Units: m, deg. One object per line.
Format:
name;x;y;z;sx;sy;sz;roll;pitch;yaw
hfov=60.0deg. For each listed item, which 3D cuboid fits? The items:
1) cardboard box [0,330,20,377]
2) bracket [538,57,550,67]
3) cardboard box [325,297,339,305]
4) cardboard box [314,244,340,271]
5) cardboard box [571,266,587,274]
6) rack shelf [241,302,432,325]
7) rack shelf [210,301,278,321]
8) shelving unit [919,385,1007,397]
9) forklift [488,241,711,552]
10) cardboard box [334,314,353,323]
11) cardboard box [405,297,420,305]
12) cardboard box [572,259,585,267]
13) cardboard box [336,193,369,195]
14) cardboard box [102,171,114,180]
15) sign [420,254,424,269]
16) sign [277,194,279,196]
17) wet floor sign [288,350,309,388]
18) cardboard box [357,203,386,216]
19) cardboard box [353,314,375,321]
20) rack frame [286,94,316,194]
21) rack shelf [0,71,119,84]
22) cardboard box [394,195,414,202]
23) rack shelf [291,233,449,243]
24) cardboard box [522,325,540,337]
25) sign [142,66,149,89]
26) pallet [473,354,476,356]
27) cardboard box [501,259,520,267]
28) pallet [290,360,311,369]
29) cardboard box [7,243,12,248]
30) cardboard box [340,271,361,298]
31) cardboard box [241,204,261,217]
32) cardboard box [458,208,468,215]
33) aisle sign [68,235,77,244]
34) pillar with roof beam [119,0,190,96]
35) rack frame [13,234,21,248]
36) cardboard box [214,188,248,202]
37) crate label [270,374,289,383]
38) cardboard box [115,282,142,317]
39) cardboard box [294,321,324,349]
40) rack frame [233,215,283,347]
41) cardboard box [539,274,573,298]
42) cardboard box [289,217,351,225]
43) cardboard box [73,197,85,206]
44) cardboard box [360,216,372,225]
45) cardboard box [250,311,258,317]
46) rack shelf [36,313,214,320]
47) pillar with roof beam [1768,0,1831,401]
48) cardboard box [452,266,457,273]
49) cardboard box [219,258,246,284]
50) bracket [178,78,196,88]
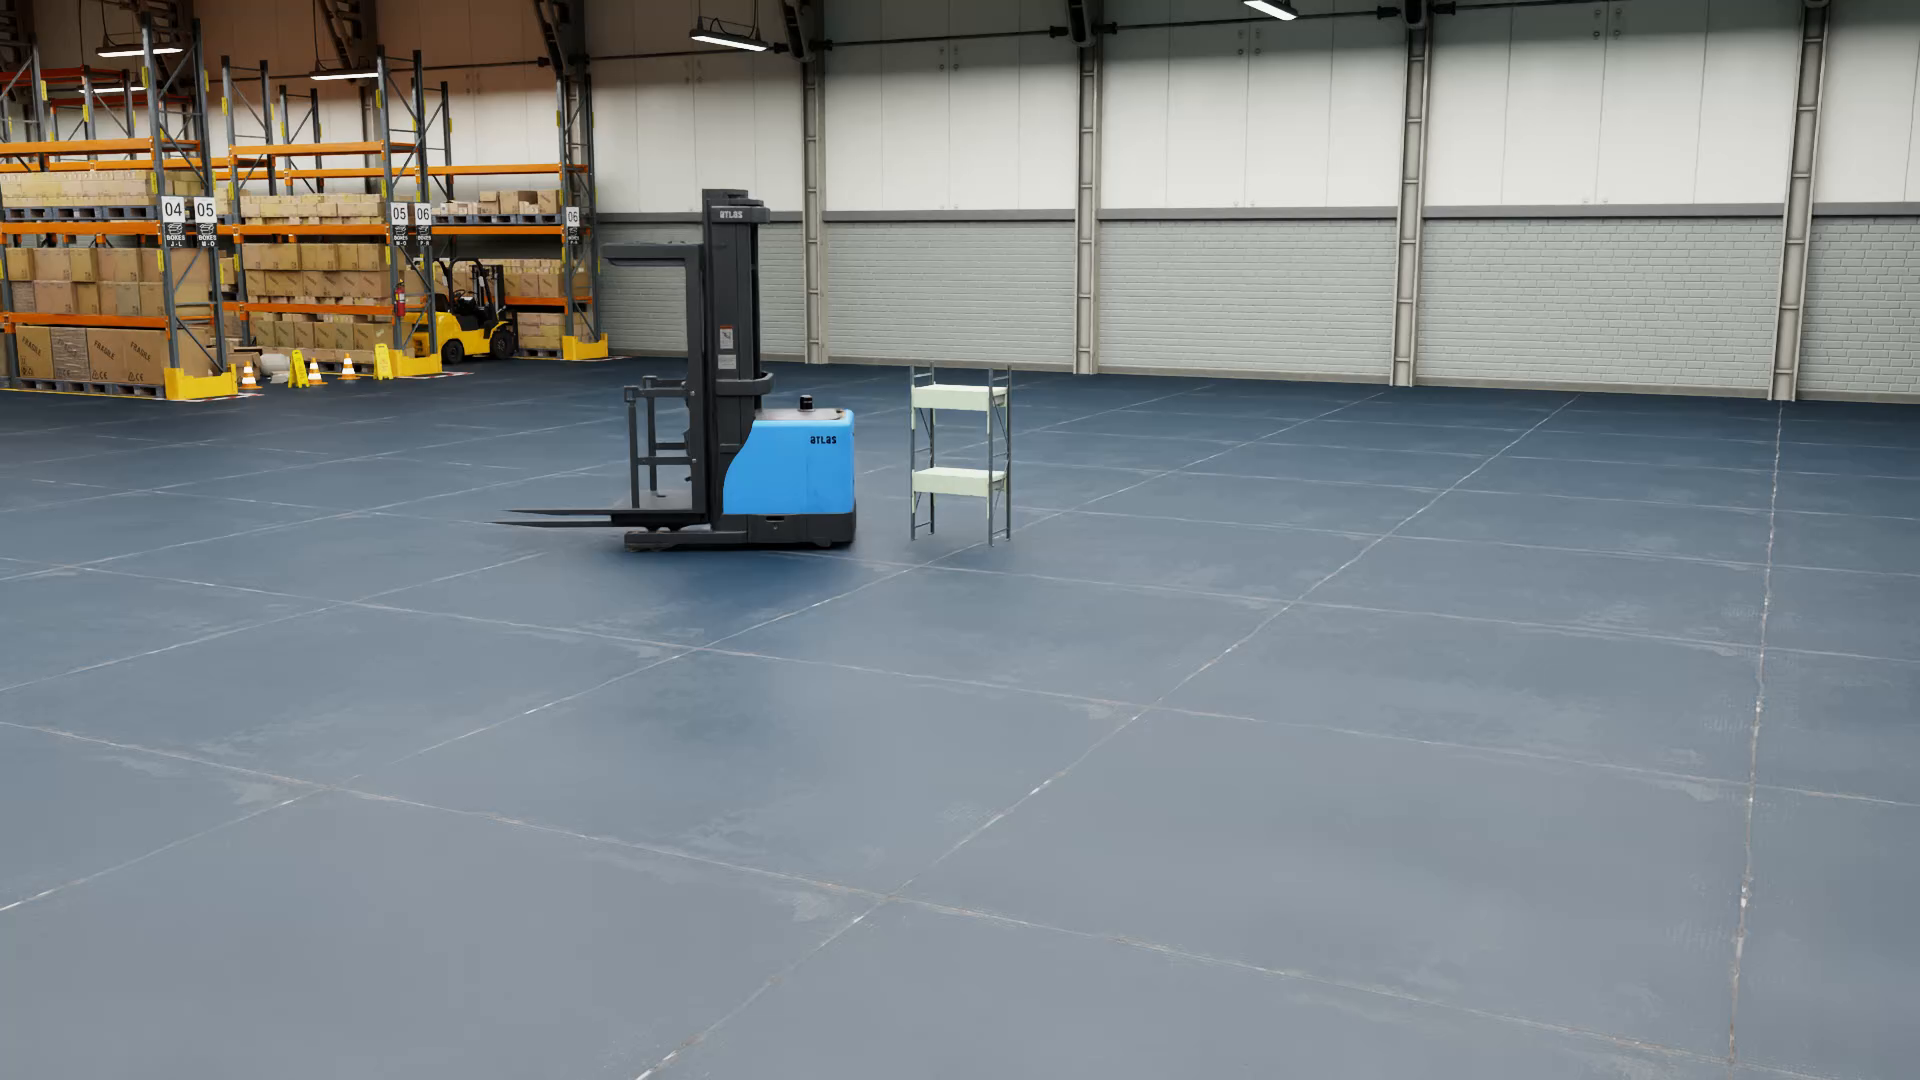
cardboard box;-16.600;-3.277;29.052;0.750;0.750;1.050;5;11;26
bracket;-8.878;-10.317;35.862;0.430;0.232;0.235;5;11;26
cardboard box;-11.925;-4.587;31.860;0.250;0.149;0.380;5;11;25
cardboard box;-11.825;-5.384;31.632;0.500;0.500;0.700;5;11;25
cardboard box;-8.313;-5.856;36.061;0.250;0.149;0.380;5;11;24
rack shelf;-12.110;-4.430;32.304;4.000;0.370;1.077;5;11;26
rack shelf;-15.697;-4.745;34.045;4.000;0.370;1.077;5;11;26
shelving unit;0.006;-1.253;14.000;0.686;0.052;0.368;5;11;26
forklift;-2.844;-1.340;13.960;2.170;2.733;1.118;0;10;-2
cardboard box;-11.733;-4.228;31.783;0.250;0.149;0.380;5;12;27
cardboard box;-10.530;-4.562;31.722;0.250;0.149;0.380;5;11;26
cardboard box;-8.330;-5.995;35.992;0.250;0.149;0.380;5;11;25
cardboard box;-13.843;-7.655;37.938;0.500;0.500;0.500;5;12;27
cardboard box;-13.554;-5.861;26.775;0.250;0.149;0.380;5;12;27
sign;-11.942;-6.178;36.913;0.005;0.325;0.100;5;11;26
sign;-13.670;-6.759;33.279;0.005;0.325;0.100;5;11;26
wet floor sign;-11.514;-2.983;28.901;0.232;0.644;0.267;3;11;16
cardboard box;-10.895;-6.172;31.074;0.500;0.250;0.500;5;11;25
cardboard box;-13.551;-4.933;38.554;0.625;0.625;0.875;5;11;23
rack frame;-15.299;-9.001;38.697;0.053;2.616;0.949;5;11;26
rack shelf;-19.284;-9.718;34.944;3.687;0.071;0.831;5;11;26
cardboard box;-10.545;-6.432;31.388;0.250;0.149;0.380;5;11;25
rack shelf;-13.504;-7.014;38.160;4.000;0.370;1.077;5;11;26
cardboard box;-9.143;-4.549;36.078;0.500;0.250;0.500;5;11;25
sign;-12.669;-7.193;25.860;0.005;0.325;0.100;5;11;26
pallet;-11.016;-4.293;37.357;1.213;0.211;1.003;5;11;26
cardboard box;-9.727;-6.013;36.095;0.250;0.149;0.380;5;12;27
pallet;-13.286;-3.522;33.098;1.213;0.211;1.003;5;11;26
cardboard box;-21.246;-6.499;36.804;0.250;0.149;0.380;5;11;25
cardboard box;-11.372;-4.861;31.549;0.500;0.500;0.500;5;11;26
cardboard box;-13.630;-6.412;32.397;0.500;0.250;0.500;5;11;25
cardboard box;-10.753;-7.198;36.403;0.250;0.149;0.380;5;12;28
aisle sign;-22.663;-7.918;42.256;0.004;0.787;0.394;5;11;26
pillar with roof beam;-21.100;-11.756;37.037;0.548;2.987;8.718;5;11;26
rack frame;-21.078;-5.572;36.594;0.127;3.000;1.000;5;11;26
cardboard box;-14.480;-6.822;32.915;0.500;0.250;0.500;5;12;27
crate label;-12.192;-2.893;29.833;0.298;0.136;0.250;-1;10;-4
cardboard box;-13.272;-3.963;27.285;0.550;0.550;0.875;5;11;26
cardboard box;-12.545;-3.993;32.306;0.500;0.500;0.500;6;12;29
rack frame;-13.904;-4.941;33.110;0.127;3.000;1.000;5;11;26
cardboard box;-8.681;-5.465;35.724;0.500;0.500;0.500;5;11;25
cardboard box;-12.014;-6.074;31.651;1.532;0.149;0.479;5;11;25
cardboard box;-14.232;-5.528;27.176;0.250;0.149;0.380;5;11;27
cardboard box;-10.998;-5.976;31.112;0.250;0.149;0.380;5;11;26
cardboard box;-16.769;-5.436;39.861;0.250;0.149;0.380;5;11;25
rack shelf;-14.210;-3.763;27.868;3.809;0.052;0.919;5;11;26
pillar with roof beam;11.269;-5.991;22.066;0.400;9.000;9.100;5;11;26
cardboard box;-11.062;-5.999;36.855;0.250;0.149;0.380;5;11;26
cardboard box;-14.420;-5.343;33.036;0.500;0.500;0.500;5;11;25
bracket;-18.896;-11.198;40.725;0.430;0.232;0.235;5;11;26
